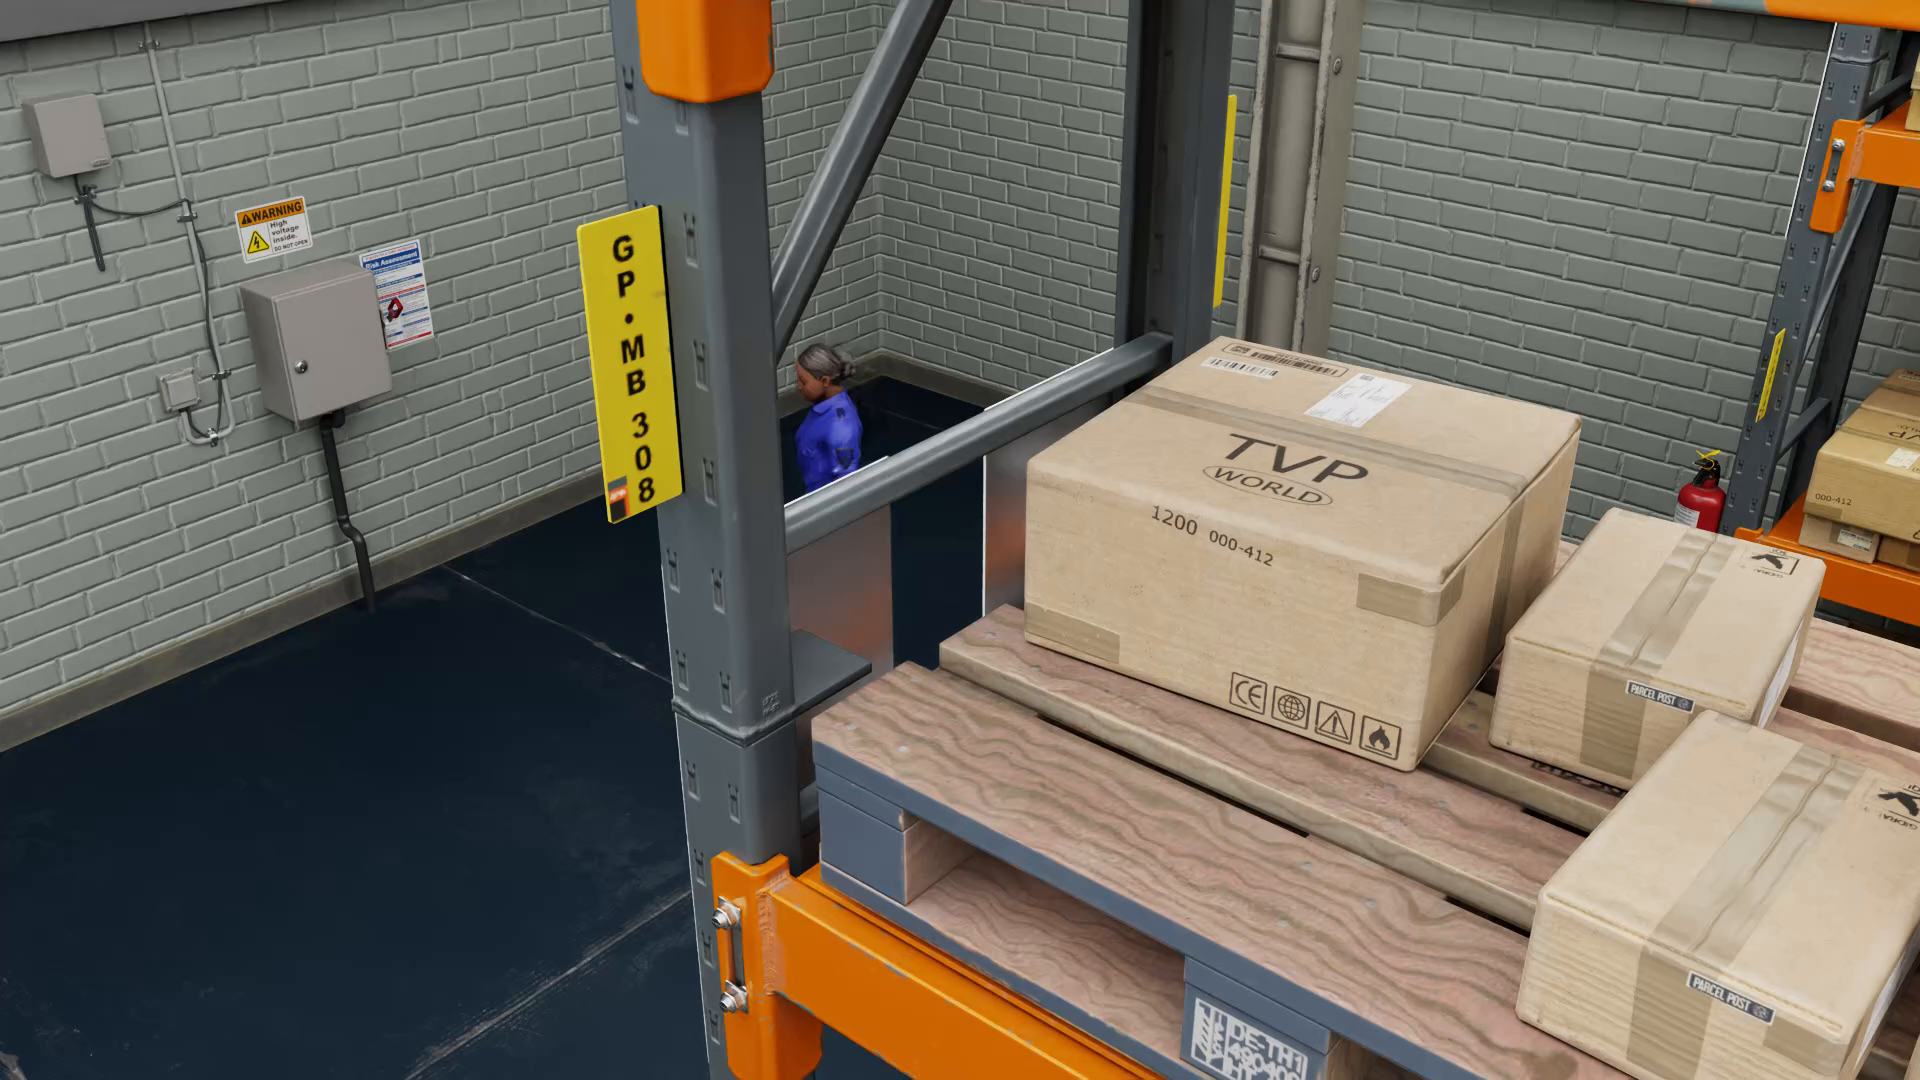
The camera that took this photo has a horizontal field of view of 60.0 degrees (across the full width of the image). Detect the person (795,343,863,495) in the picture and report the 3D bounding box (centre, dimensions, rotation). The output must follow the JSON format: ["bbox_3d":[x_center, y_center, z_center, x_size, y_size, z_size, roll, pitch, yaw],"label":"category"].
[{"bbox_3d":[-0.613,-0.047,7.249,0.438,1.711,0.469,-3,28,-5],"label":"person"}]
